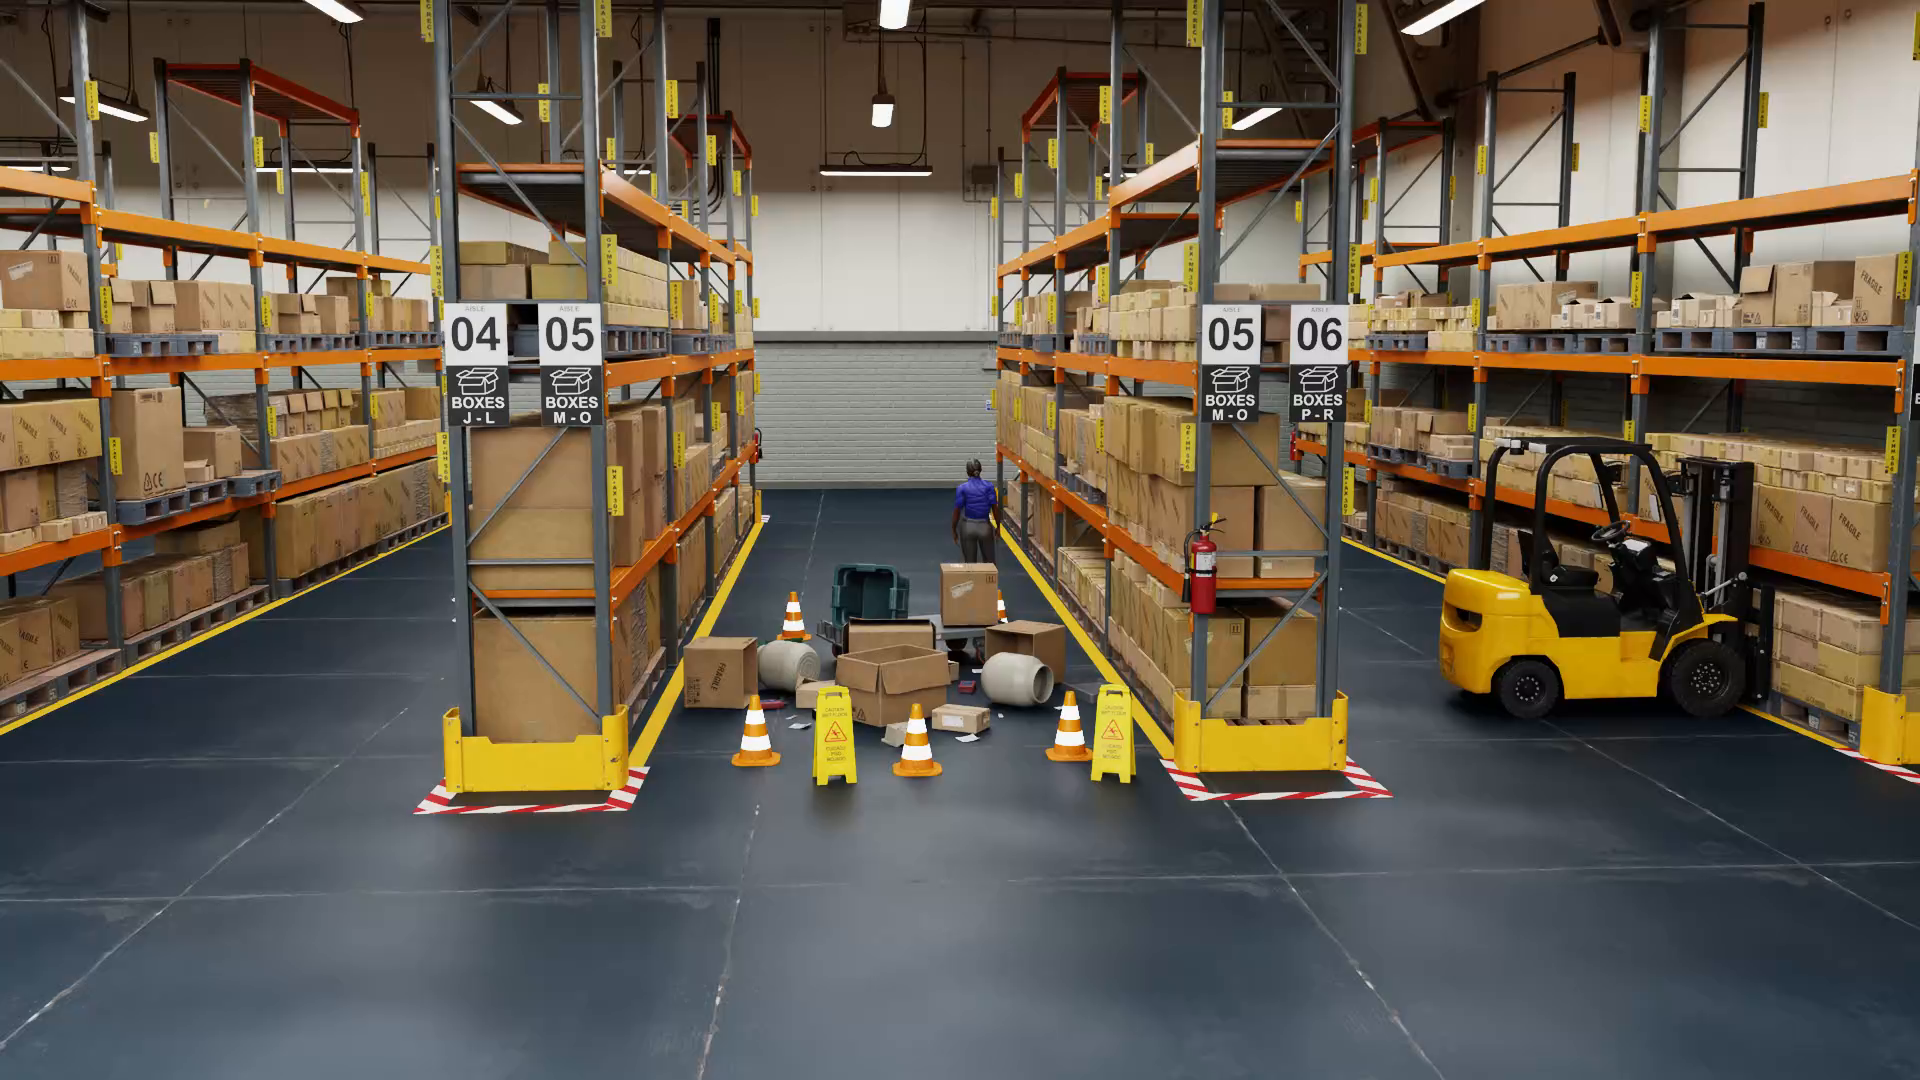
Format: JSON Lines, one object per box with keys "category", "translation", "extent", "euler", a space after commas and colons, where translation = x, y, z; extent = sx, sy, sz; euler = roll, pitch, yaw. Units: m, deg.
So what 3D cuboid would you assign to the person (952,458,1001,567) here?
{"category": "person", "translation": [0.193, -0.090, 18.436], "extent": [0.569, 1.656, 0.503], "euler": [0, 7, -4]}
